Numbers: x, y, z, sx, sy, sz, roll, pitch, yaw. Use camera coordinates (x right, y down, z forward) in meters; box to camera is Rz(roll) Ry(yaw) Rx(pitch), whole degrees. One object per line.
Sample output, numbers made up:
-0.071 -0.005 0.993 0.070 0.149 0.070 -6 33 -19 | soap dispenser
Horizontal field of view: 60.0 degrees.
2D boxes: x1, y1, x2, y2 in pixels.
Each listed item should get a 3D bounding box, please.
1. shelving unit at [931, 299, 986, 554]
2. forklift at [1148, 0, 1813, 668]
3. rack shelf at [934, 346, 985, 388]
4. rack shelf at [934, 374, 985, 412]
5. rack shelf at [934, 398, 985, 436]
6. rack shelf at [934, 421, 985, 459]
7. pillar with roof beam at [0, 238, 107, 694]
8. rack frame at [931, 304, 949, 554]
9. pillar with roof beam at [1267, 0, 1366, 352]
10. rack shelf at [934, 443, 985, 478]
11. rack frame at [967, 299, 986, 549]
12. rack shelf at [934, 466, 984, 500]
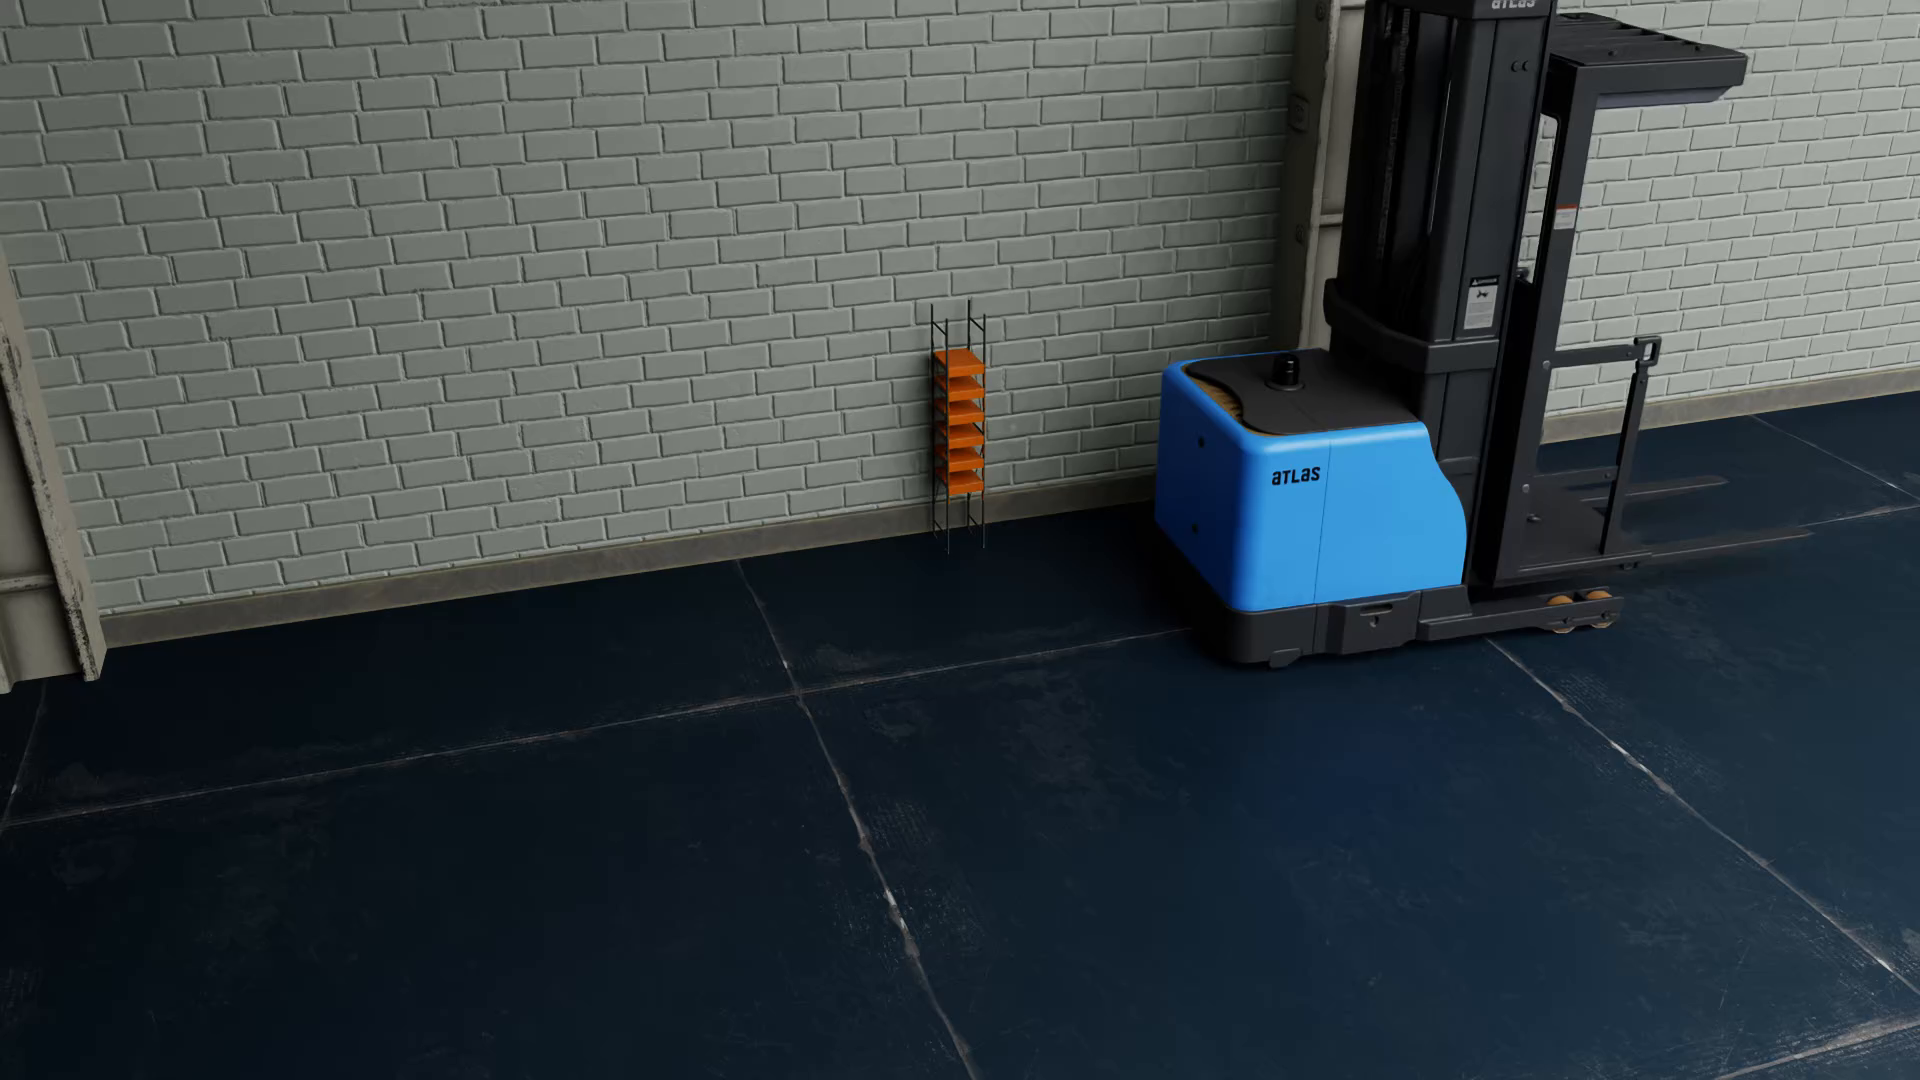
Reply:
-0.009 -0.532 7.972 0.189 1.200 0.258 -9 28 -17 | shelving unit
2.464 -1.115 7.199 3.031 2.935 1.130 -7 27 -13 | forklift
-0.009 -0.814 7.832 0.180 0.103 0.258 -9 28 -17 | rack shelf
-0.009 -0.707 7.885 0.180 0.103 0.258 -9 28 -17 | rack shelf
-0.009 -0.599 7.938 0.180 0.103 0.258 -9 28 -17 | rack shelf
-0.009 -0.492 7.992 0.180 0.103 0.258 -9 28 -17 | rack shelf
-2.560 -1.656 1.467 0.400 9.000 9.100 -8 28 -16 | pillar with roof beam
-0.095 -0.518 7.945 0.006 1.200 0.240 -9 28 -17 | rack frame
3.145 -2.483 3.131 0.400 9.000 9.100 -8 28 -16 | pillar with roof beam
-0.009 -0.385 8.045 0.180 0.103 0.258 -9 28 -17 | rack shelf
0.078 -0.545 7.999 0.006 1.200 0.240 -9 28 -17 | rack frame
-0.009 -0.277 8.098 0.180 0.103 0.258 -9 28 -17 | rack shelf
